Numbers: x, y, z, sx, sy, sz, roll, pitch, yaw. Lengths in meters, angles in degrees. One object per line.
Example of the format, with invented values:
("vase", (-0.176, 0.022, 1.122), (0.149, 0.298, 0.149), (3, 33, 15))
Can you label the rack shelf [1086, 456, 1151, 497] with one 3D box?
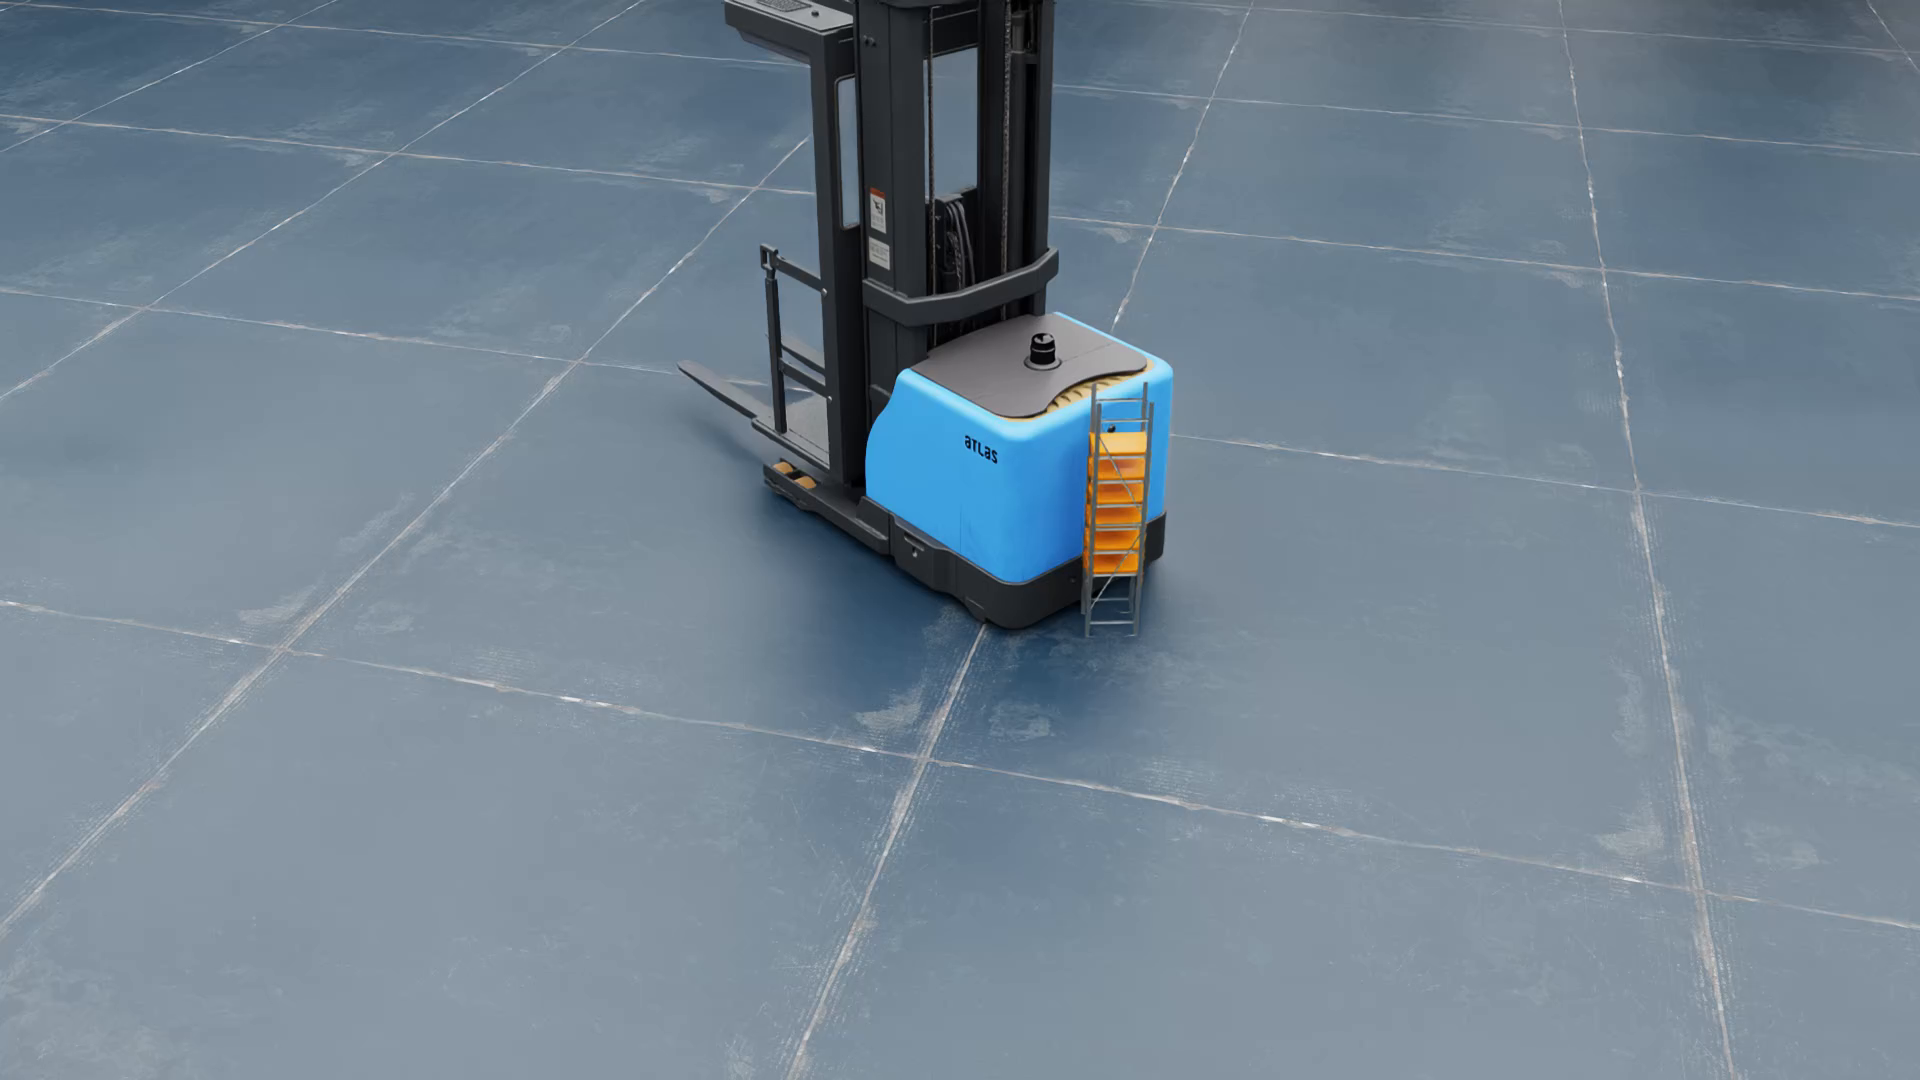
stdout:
("rack shelf", (0.684, -0.279, 7.206), (0.258, 0.103, 0.180), (-1, 33, -2))

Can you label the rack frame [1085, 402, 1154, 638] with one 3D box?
("rack frame", (0.688, -0.065, 7.234), (0.240, 1.200, 0.006), (-1, 33, -2))

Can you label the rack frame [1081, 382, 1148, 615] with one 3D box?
("rack frame", (0.680, -0.163, 7.388), (0.240, 1.200, 0.006), (-1, 33, -2))

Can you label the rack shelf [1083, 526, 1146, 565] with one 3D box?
("rack shelf", (0.684, 0.025, 7.399), (0.258, 0.103, 0.180), (-1, 33, -2))

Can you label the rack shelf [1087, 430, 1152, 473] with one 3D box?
("rack shelf", (0.684, -0.380, 7.141), (0.258, 0.103, 0.180), (-1, 33, -2))

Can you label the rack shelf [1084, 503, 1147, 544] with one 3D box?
("rack shelf", (0.684, -0.077, 7.335), (0.258, 0.103, 0.180), (-1, 33, -2))

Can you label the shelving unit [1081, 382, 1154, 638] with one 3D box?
("shelving unit", (0.684, -0.114, 7.311), (0.258, 1.200, 0.189), (-1, 33, -2))

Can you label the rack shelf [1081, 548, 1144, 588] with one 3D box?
("rack shelf", (0.684, 0.126, 7.464), (0.258, 0.103, 0.180), (-1, 33, -2))

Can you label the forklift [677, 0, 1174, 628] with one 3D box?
("forklift", (-0.362, -1.552, 7.959), (1.130, 2.935, 3.031), (-25, 40, -34))

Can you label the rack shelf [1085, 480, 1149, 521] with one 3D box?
("rack shelf", (0.684, -0.178, 7.270), (0.258, 0.103, 0.180), (-1, 33, -2))
